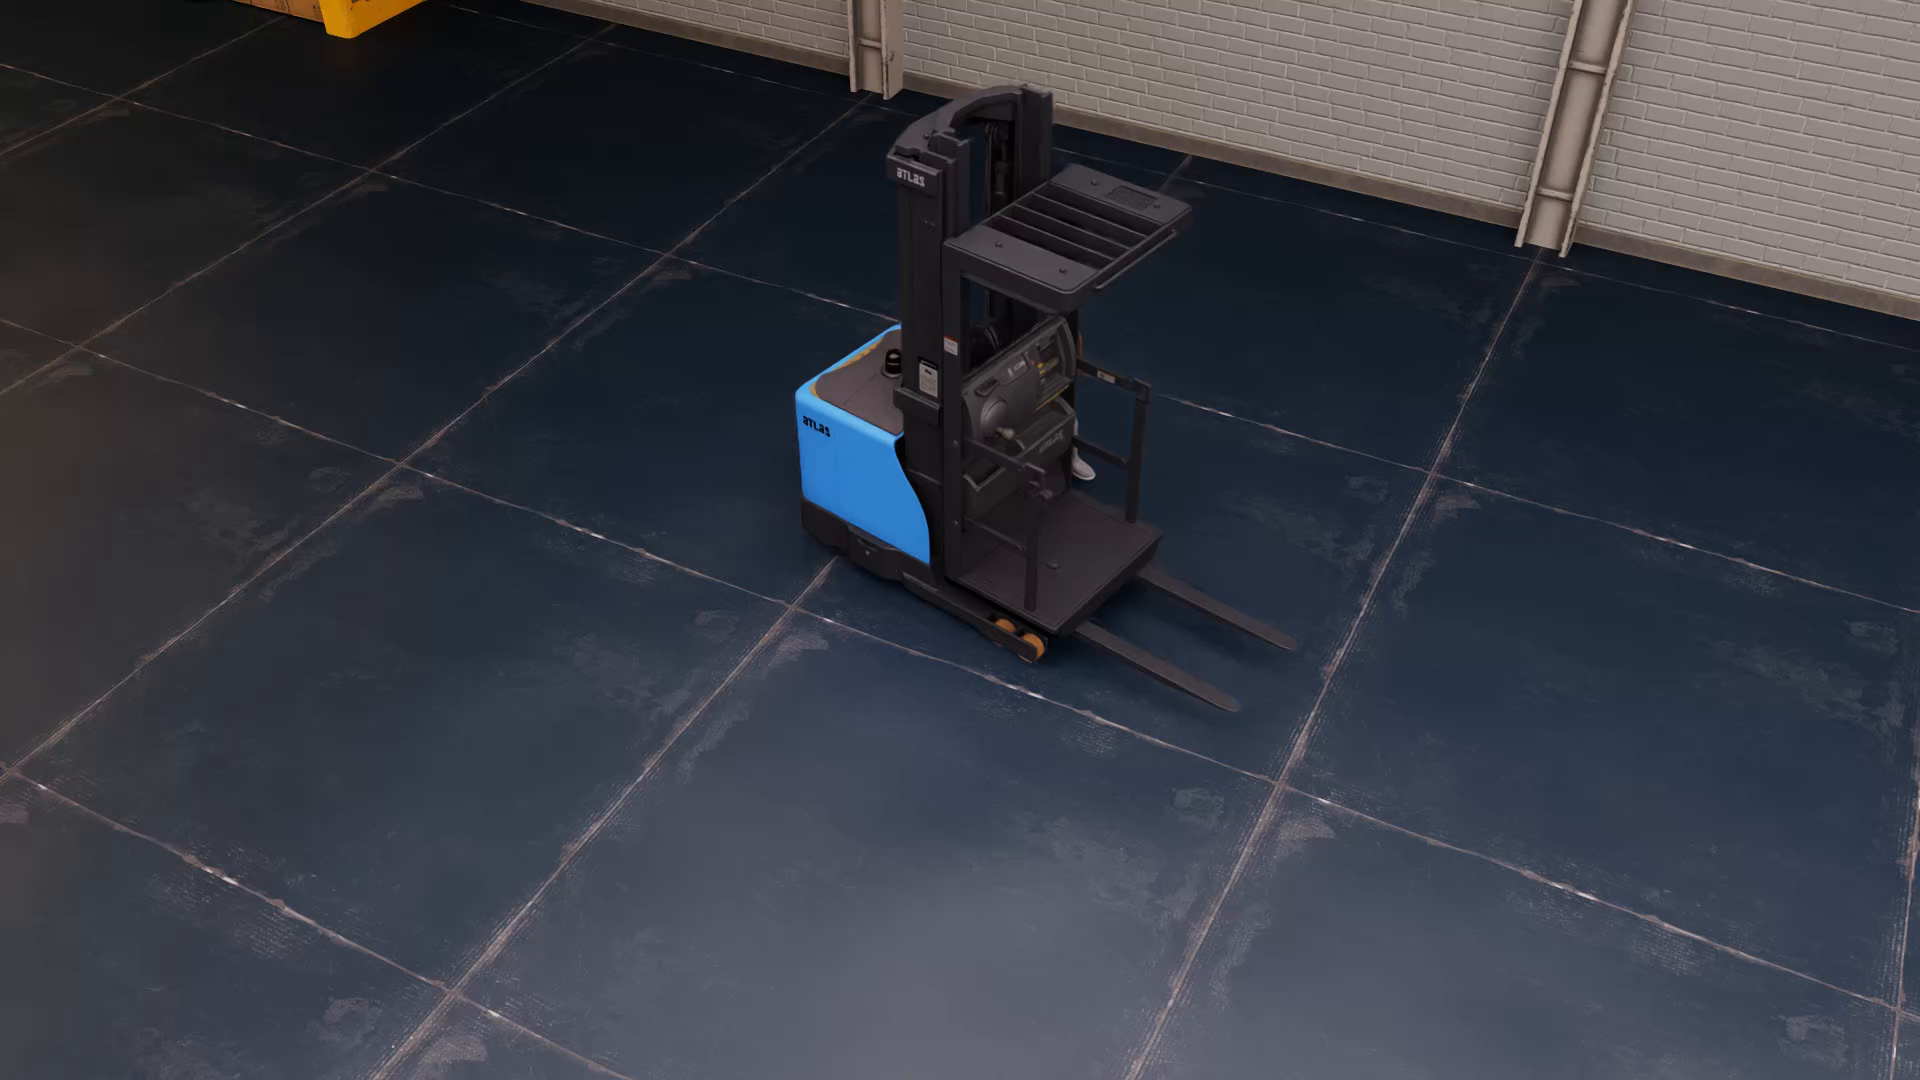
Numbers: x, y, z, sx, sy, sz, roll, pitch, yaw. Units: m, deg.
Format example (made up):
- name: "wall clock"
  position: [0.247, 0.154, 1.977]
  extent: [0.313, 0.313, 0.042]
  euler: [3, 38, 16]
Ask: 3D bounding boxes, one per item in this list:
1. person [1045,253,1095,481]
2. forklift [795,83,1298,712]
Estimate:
- name: "person"
  position: [0.482, -1.094, 10.323]
  extent: [0.807, 1.631, 0.432]
  euler: [5, 40, 6]
- name: "forklift"
  position: [0.492, -0.815, 8.954]
  extent: [3.031, 2.935, 1.130]
  euler: [27, 47, 29]
